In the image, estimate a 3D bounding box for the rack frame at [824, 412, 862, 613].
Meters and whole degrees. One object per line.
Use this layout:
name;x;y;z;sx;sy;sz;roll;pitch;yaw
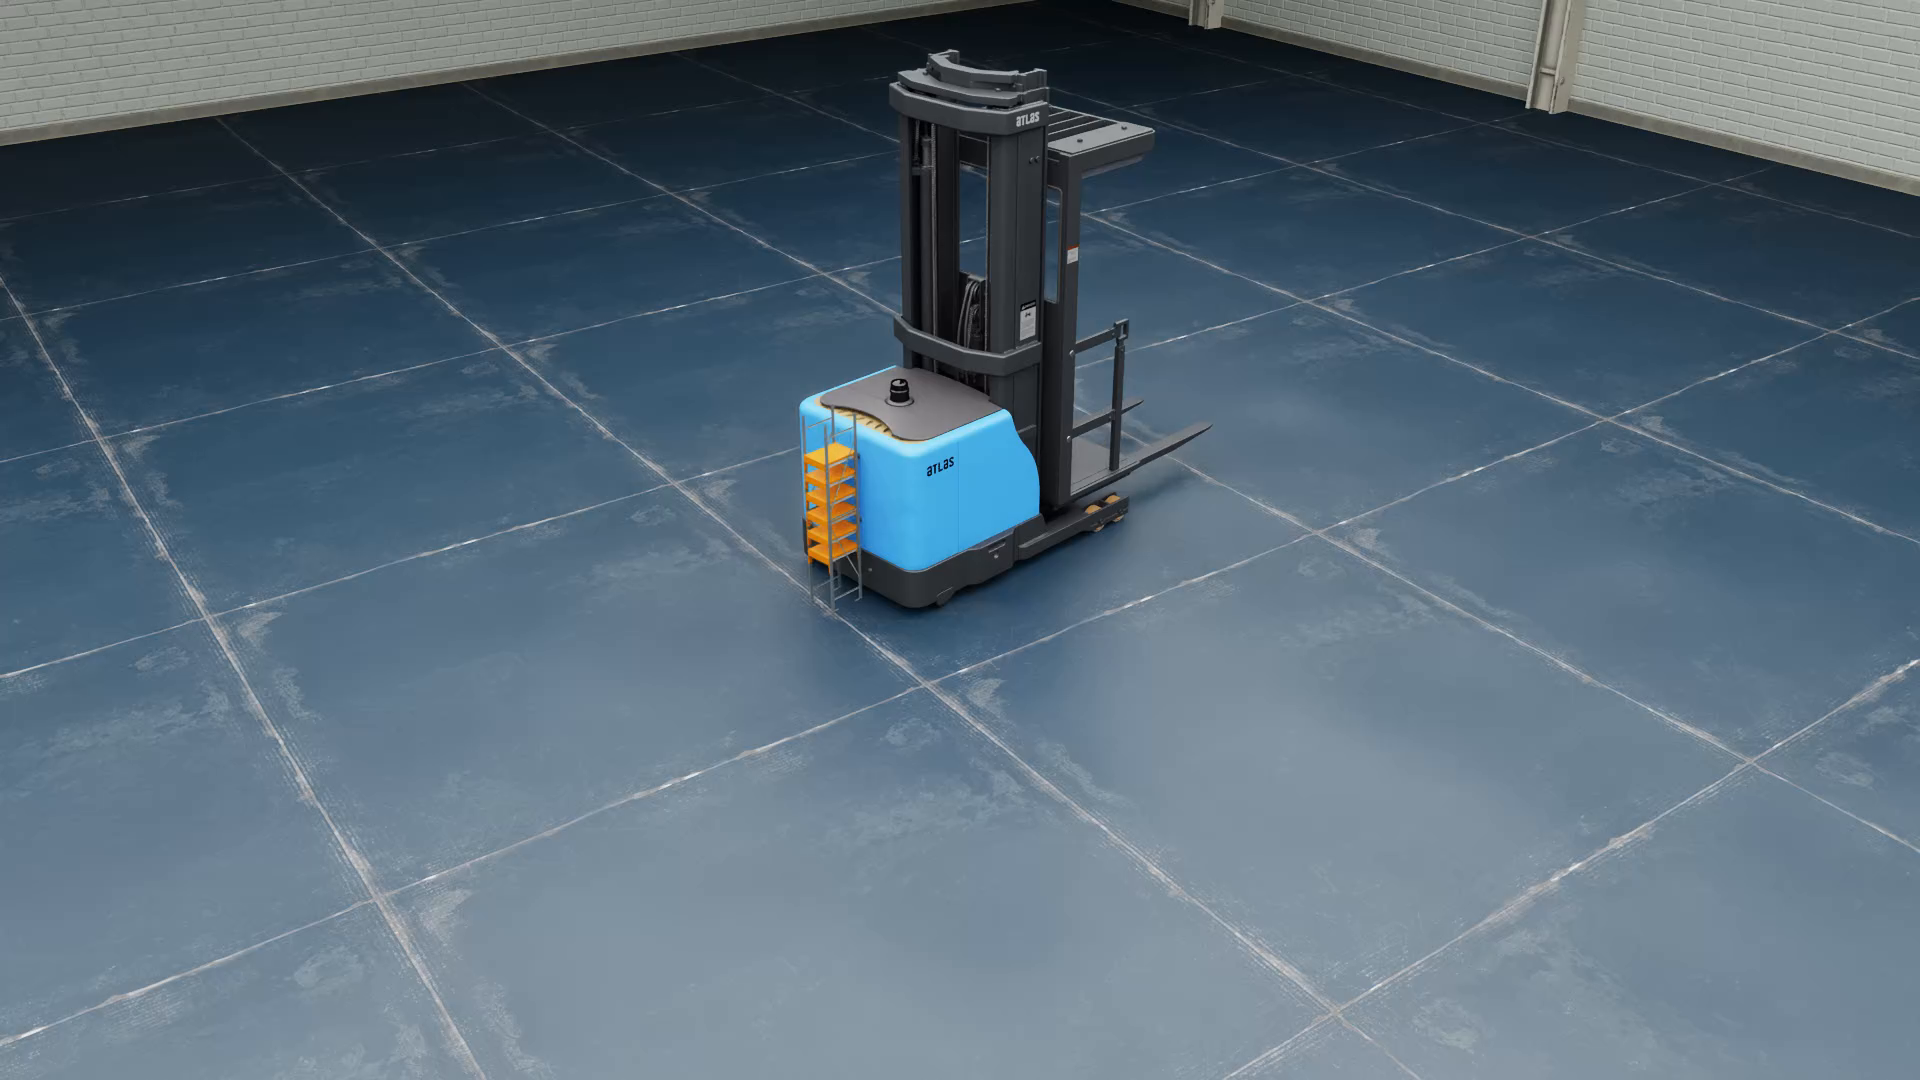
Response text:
rack frame;-0.664;-0.142;9.481;0.006;1.200;0.240;25;37;37

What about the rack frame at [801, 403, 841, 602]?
rack frame;-0.796;-0.202;9.592;0.006;1.200;0.240;25;37;37

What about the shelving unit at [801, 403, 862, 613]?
shelving unit;-0.730;-0.172;9.537;0.189;1.200;0.258;25;37;37

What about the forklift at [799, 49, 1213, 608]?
forklift;0.441;-1.498;10.163;3.031;2.935;1.130;-25;37;-38

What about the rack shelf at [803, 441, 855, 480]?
rack shelf;-0.730;-0.450;9.386;0.180;0.103;0.258;25;37;37

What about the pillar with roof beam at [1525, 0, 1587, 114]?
pillar with roof beam;3.564;-7.957;15.700;9.100;9.000;0.400;-19;34;-31

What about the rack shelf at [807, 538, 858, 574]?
rack shelf;-0.730;0.078;9.672;0.180;0.103;0.258;25;37;37

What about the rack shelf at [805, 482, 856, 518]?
rack shelf;-0.730;-0.239;9.501;0.180;0.103;0.258;25;37;37

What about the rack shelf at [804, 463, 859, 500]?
rack shelf;-0.730;-0.344;9.443;0.180;0.103;0.258;25;37;37

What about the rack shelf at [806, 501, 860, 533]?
rack shelf;-0.730;-0.133;9.558;0.180;0.103;0.258;25;37;37

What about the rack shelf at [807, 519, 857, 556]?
rack shelf;-0.730;-0.028;9.615;0.180;0.103;0.258;25;37;37

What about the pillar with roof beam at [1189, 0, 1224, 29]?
pillar with roof beam;0.083;-10.290;19.995;9.100;9.000;0.400;-19;34;-31
